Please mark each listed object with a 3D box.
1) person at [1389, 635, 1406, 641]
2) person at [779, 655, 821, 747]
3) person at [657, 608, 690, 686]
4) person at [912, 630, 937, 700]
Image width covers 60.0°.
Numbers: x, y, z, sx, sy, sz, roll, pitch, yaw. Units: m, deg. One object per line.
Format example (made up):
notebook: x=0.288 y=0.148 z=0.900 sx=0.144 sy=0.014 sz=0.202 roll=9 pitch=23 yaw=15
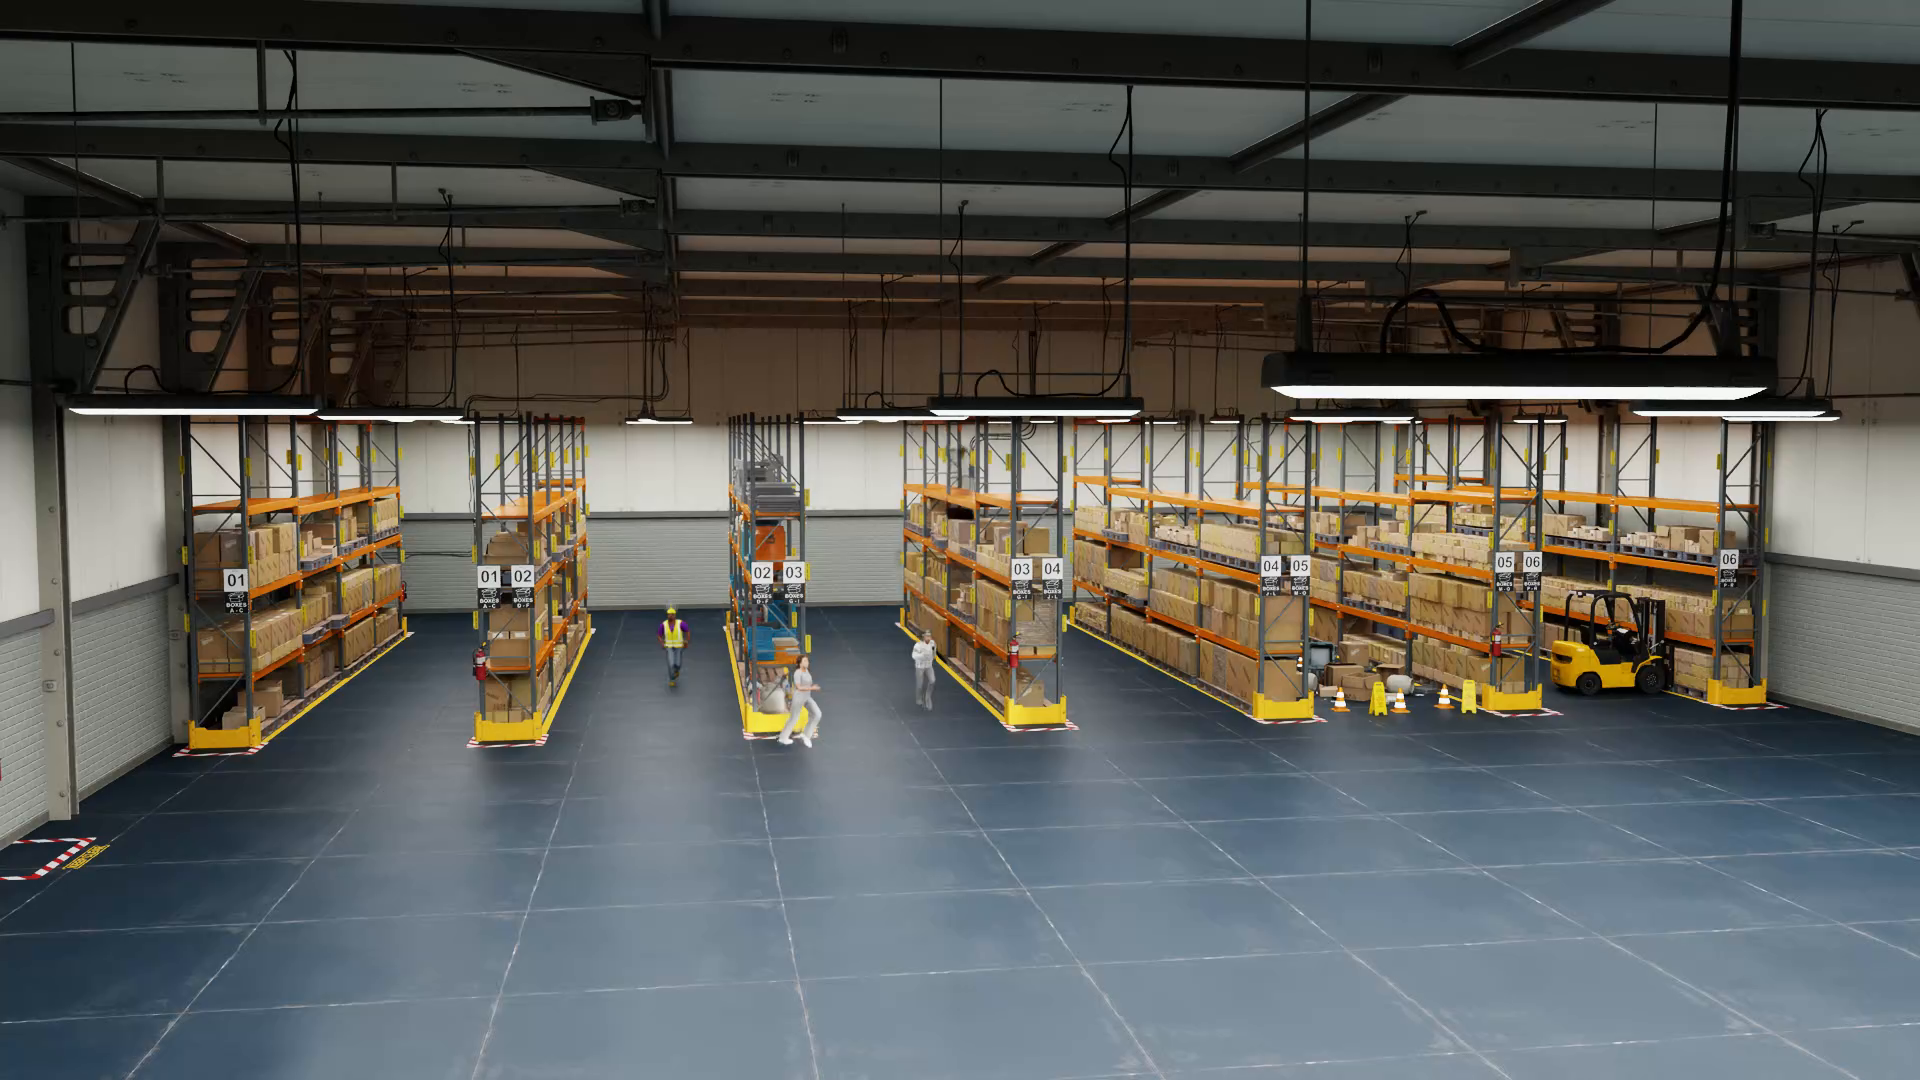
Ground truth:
person: x=11.680 y=1.883 z=44.246 sx=0.596 sy=1.683 sz=0.858 roll=-1 pitch=4 yaw=-15
person: x=-2.824 y=2.868 z=29.698 sx=0.847 sy=1.662 sz=0.573 roll=2 pitch=4 yaw=29
person: x=-6.333 y=2.367 z=36.772 sx=0.713 sy=1.730 sz=0.662 roll=0 pitch=4 yaw=-6
person: x=-0.717 y=2.531 z=33.676 sx=0.598 sy=1.505 sz=0.857 roll=-1 pitch=4 yaw=-17
